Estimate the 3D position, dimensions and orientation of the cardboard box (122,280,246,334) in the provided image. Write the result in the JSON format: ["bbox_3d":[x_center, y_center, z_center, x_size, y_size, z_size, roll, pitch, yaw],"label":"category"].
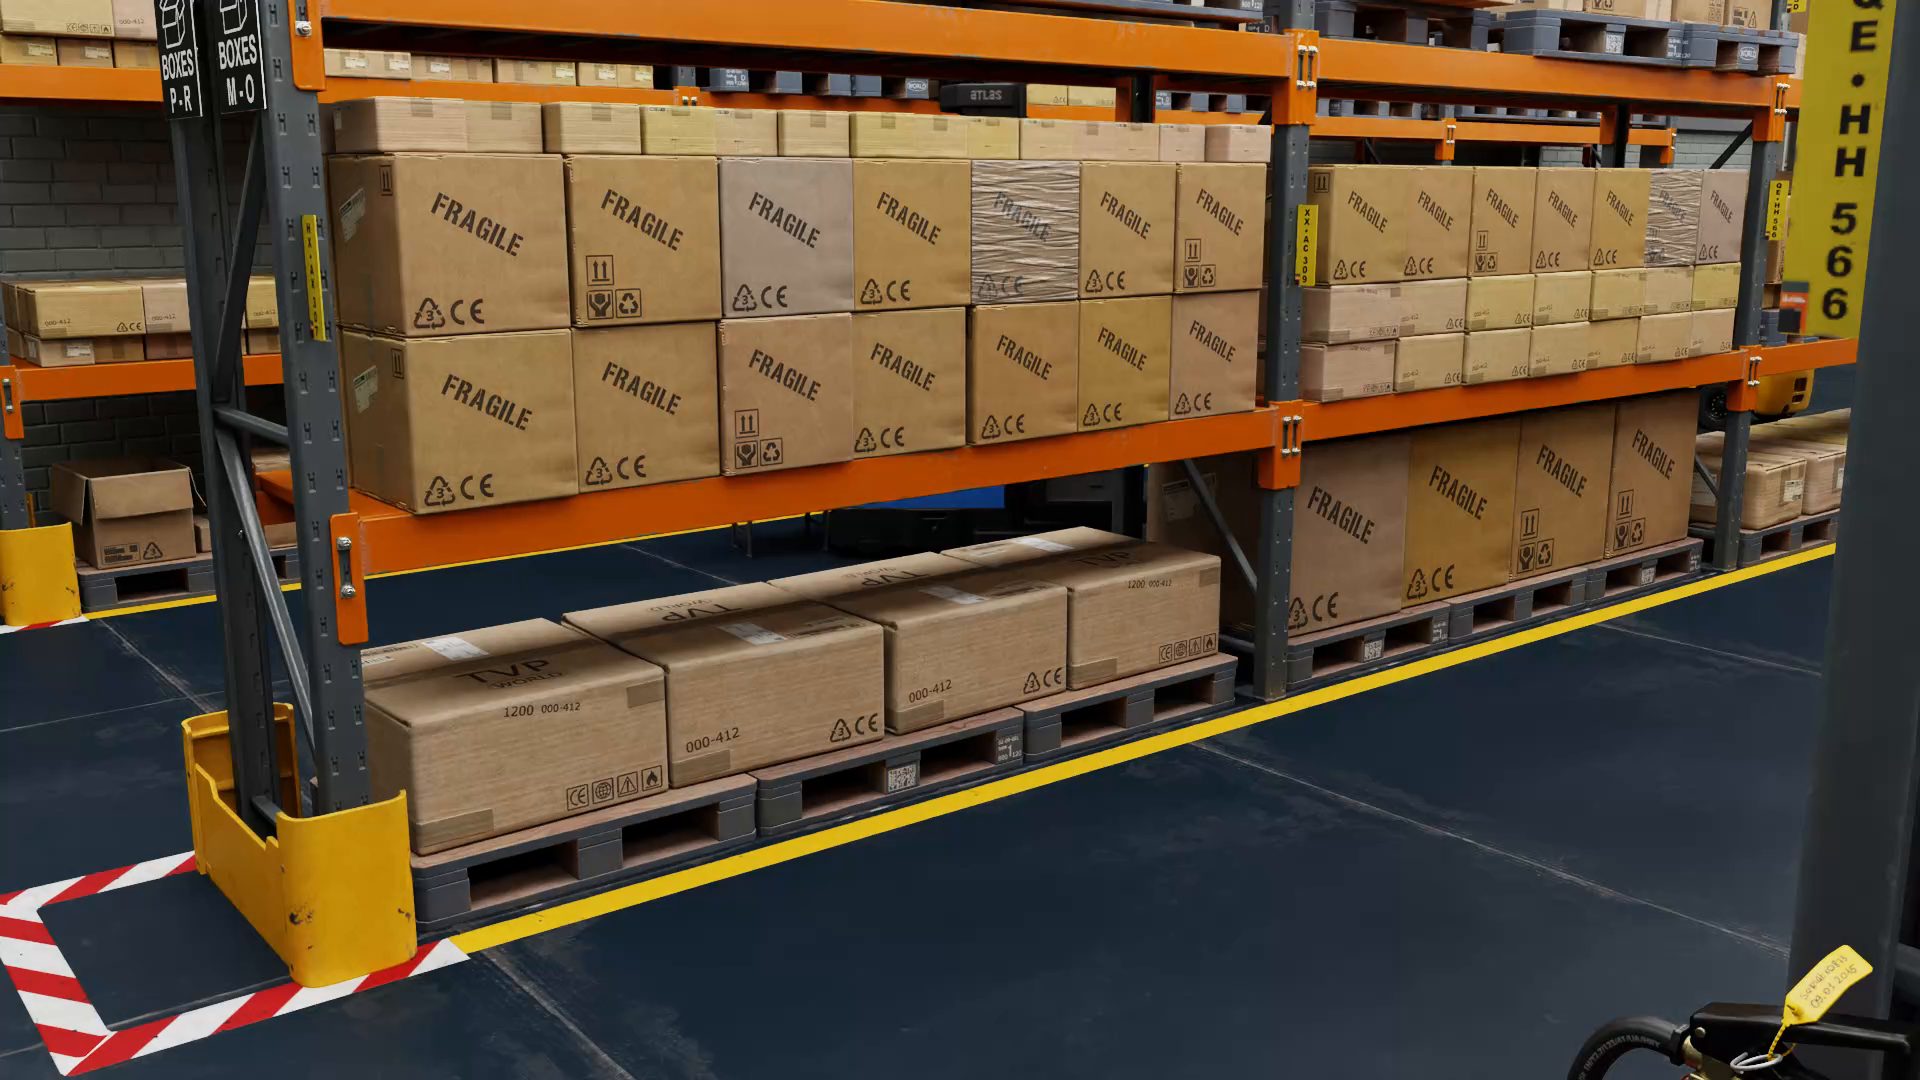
[{"bbox_3d":[-4.235,-1.277,9.066,0.500,0.250,0.500,-9,15,-37],"label":"cardboard box"}]

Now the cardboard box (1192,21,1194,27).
[{"bbox_3d":[1.814,-3.987,13.471,0.500,0.500,0.500,-9,15,-37],"label":"cardboard box"}]

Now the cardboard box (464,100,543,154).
[{"bbox_3d":[-1.437,-1.222,4.951,0.250,0.149,0.380,-9,15,-36],"label":"cardboard box"}]

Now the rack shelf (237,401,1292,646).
[{"bbox_3d":[-0.486,-0.227,6.209,4.000,0.370,1.077,-9,15,-38],"label":"rack shelf"}]

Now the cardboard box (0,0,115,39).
[{"bbox_3d":[-4.634,-2.677,8.437,0.500,0.250,0.500,-10,15,-38],"label":"cardboard box"}]

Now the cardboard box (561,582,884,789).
[{"bbox_3d":[-0.885,0.506,6.180,0.875,0.438,0.875,-9,15,-36],"label":"cardboard box"}]

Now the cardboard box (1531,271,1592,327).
[{"bbox_3d":[2.790,-1.220,8.312,0.500,0.250,0.500,-10,16,-39],"label":"cardboard box"}]

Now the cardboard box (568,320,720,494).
[{"bbox_3d":[-1.116,-0.454,5.306,0.500,0.500,0.500,-10,15,-38],"label":"cardboard box"}]

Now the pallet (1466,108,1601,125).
[{"bbox_3d":[5.821,-4.378,17.014,1.213,0.211,1.003,-9,15,-38],"label":"pallet"}]

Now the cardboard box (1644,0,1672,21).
[{"bbox_3d":[3.343,-2.729,8.351,0.258,0.266,0.396,-10,16,-39],"label":"cardboard box"}]

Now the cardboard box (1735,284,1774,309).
[{"bbox_3d":[4.569,-1.452,9.840,0.250,0.149,0.380,-11,16,-41],"label":"cardboard box"}]

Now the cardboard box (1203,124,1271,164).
[{"bbox_3d":[1.034,-1.602,6.744,0.250,0.149,0.380,-10,15,-39],"label":"cardboard box"}]

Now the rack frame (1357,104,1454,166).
[{"bbox_3d":[4.219,-2.681,16.034,0.127,3.000,1.000,-9,15,-38],"label":"rack frame"}]

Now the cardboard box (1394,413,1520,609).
[{"bbox_3d":[2.211,-0.217,8.532,0.875,0.875,0.875,-9,15,-36],"label":"cardboard box"}]

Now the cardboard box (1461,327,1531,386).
[{"bbox_3d":[2.398,-0.911,8.058,0.500,0.250,0.500,-10,15,-38],"label":"cardboard box"}]

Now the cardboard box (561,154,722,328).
[{"bbox_3d":[-1.096,-0.942,5.195,0.500,0.500,0.500,-10,16,-39],"label":"cardboard box"}]

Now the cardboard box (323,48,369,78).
[{"bbox_3d":[-3.499,-2.655,9.296,0.250,0.149,0.380,-9,15,-38],"label":"cardboard box"}]

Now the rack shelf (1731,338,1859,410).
[{"bbox_3d":[5.761,-1.265,11.098,4.000,0.370,1.077,-9,15,-38],"label":"rack shelf"}]

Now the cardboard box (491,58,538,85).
[{"bbox_3d":[-2.727,-2.797,9.964,0.250,0.149,0.380,-10,15,-38],"label":"cardboard box"}]

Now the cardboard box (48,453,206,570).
[{"bbox_3d":[-4.614,-0.172,9.218,0.637,0.503,0.797,-10,16,-40],"label":"cardboard box"}]

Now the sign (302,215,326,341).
[{"bbox_3d":[-1.705,-0.691,4.387,0.005,0.325,0.100,-9,15,-38],"label":"sign"}]

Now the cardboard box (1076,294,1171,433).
[{"bbox_3d":[0.475,-0.718,6.549,0.500,0.500,0.500,-10,16,-39],"label":"cardboard box"}]

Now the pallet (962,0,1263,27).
[{"bbox_3d":[0.431,-2.158,6.562,1.213,0.211,1.003,-9,15,-38],"label":"pallet"}]

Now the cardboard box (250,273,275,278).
[{"bbox_3d":[-4.165,-1.429,9.783,0.500,0.250,0.500,-9,15,-36],"label":"cardboard box"}]

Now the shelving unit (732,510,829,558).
[{"bbox_3d":[-1.126,-0.974,10.151,0.503,2.100,0.431,-5,12,-22],"label":"shelving unit"}]

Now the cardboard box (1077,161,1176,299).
[{"bbox_3d":[0.479,-1.206,6.439,0.500,0.500,0.500,-10,15,-38],"label":"cardboard box"}]

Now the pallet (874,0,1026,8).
[{"bbox_3d":[-0.521,-2.001,5.821,1.213,0.211,1.003,-9,15,-38],"label":"pallet"}]

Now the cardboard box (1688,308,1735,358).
[{"bbox_3d":[3.967,-1.177,9.309,0.500,0.250,0.500,-10,16,-40],"label":"cardboard box"}]

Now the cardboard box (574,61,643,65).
[{"bbox_3d":[-2.248,-3.079,10.333,0.500,0.250,0.500,-9,15,-37],"label":"cardboard box"}]

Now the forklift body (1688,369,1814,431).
[{"bbox_3d":[7.002,-2.243,16.015,1.214,2.155,2.313,-9,15,-38],"label":"forklift body"}]

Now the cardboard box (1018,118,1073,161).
[{"bbox_3d":[0.200,-1.481,6.172,0.250,0.149,0.380,-10,15,-38],"label":"cardboard box"}]

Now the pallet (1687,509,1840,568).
[{"bbox_3d":[4.811,-0.095,10.567,1.213,0.211,1.003,-9,15,-38],"label":"pallet"}]

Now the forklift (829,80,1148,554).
[{"bbox_3d":[0.714,-1.432,10.318,3.031,2.935,1.130,0,12,-1],"label":"forklift"}]

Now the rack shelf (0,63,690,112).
[{"bbox_3d":[-3.589,-2.499,9.687,4.000,0.370,1.077,-9,15,-38],"label":"rack shelf"}]

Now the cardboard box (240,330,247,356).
[{"bbox_3d":[-4.134,-1.103,9.204,0.250,0.149,0.380,-9,15,-36],"label":"cardboard box"}]

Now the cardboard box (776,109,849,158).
[{"bbox_3d":[-0.575,-1.342,5.518,0.250,0.149,0.380,-9,15,-37],"label":"cardboard box"}]

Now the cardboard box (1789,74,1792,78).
[{"bbox_3d":[4.552,-2.715,9.578,0.250,0.149,0.380,-9,15,-38],"label":"cardboard box"}]

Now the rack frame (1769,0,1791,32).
[{"bbox_3d":[4.200,-4.292,9.178,0.127,3.000,1.000,-9,15,-38],"label":"rack frame"}]

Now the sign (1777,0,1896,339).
[{"bbox_3d":[0.793,-0.343,1.476,0.005,0.325,0.100,-9,15,-38],"label":"sign"}]

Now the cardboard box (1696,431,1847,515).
[{"bbox_3d":[5.218,-0.446,10.825,0.625,0.372,0.950,-10,15,-39],"label":"cardboard box"}]

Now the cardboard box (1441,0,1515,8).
[{"bbox_3d":[2.283,-2.504,7.532,0.250,0.166,0.380,-11,16,-41],"label":"cardboard box"}]

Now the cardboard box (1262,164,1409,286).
[{"bbox_3d":[1.599,-1.387,7.292,0.500,0.500,0.500,-9,15,-37],"label":"cardboard box"}]

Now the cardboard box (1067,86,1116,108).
[{"bbox_3d":[0.847,-3.450,12.795,0.500,0.250,0.500,-10,16,-40],"label":"cardboard box"}]

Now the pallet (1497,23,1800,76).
[{"bbox_3d":[3.730,-2.640,9.075,1.003,0.211,1.213,-9,15,-35],"label":"pallet"}]

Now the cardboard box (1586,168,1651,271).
[{"bbox_3d":[3.172,-1.655,8.553,0.500,0.500,0.500,-9,15,-38],"label":"cardboard box"}]

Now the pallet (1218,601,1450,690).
[{"bbox_3d":[1.632,0.413,8.175,1.213,0.211,1.003,-9,15,-38],"label":"pallet"}]
